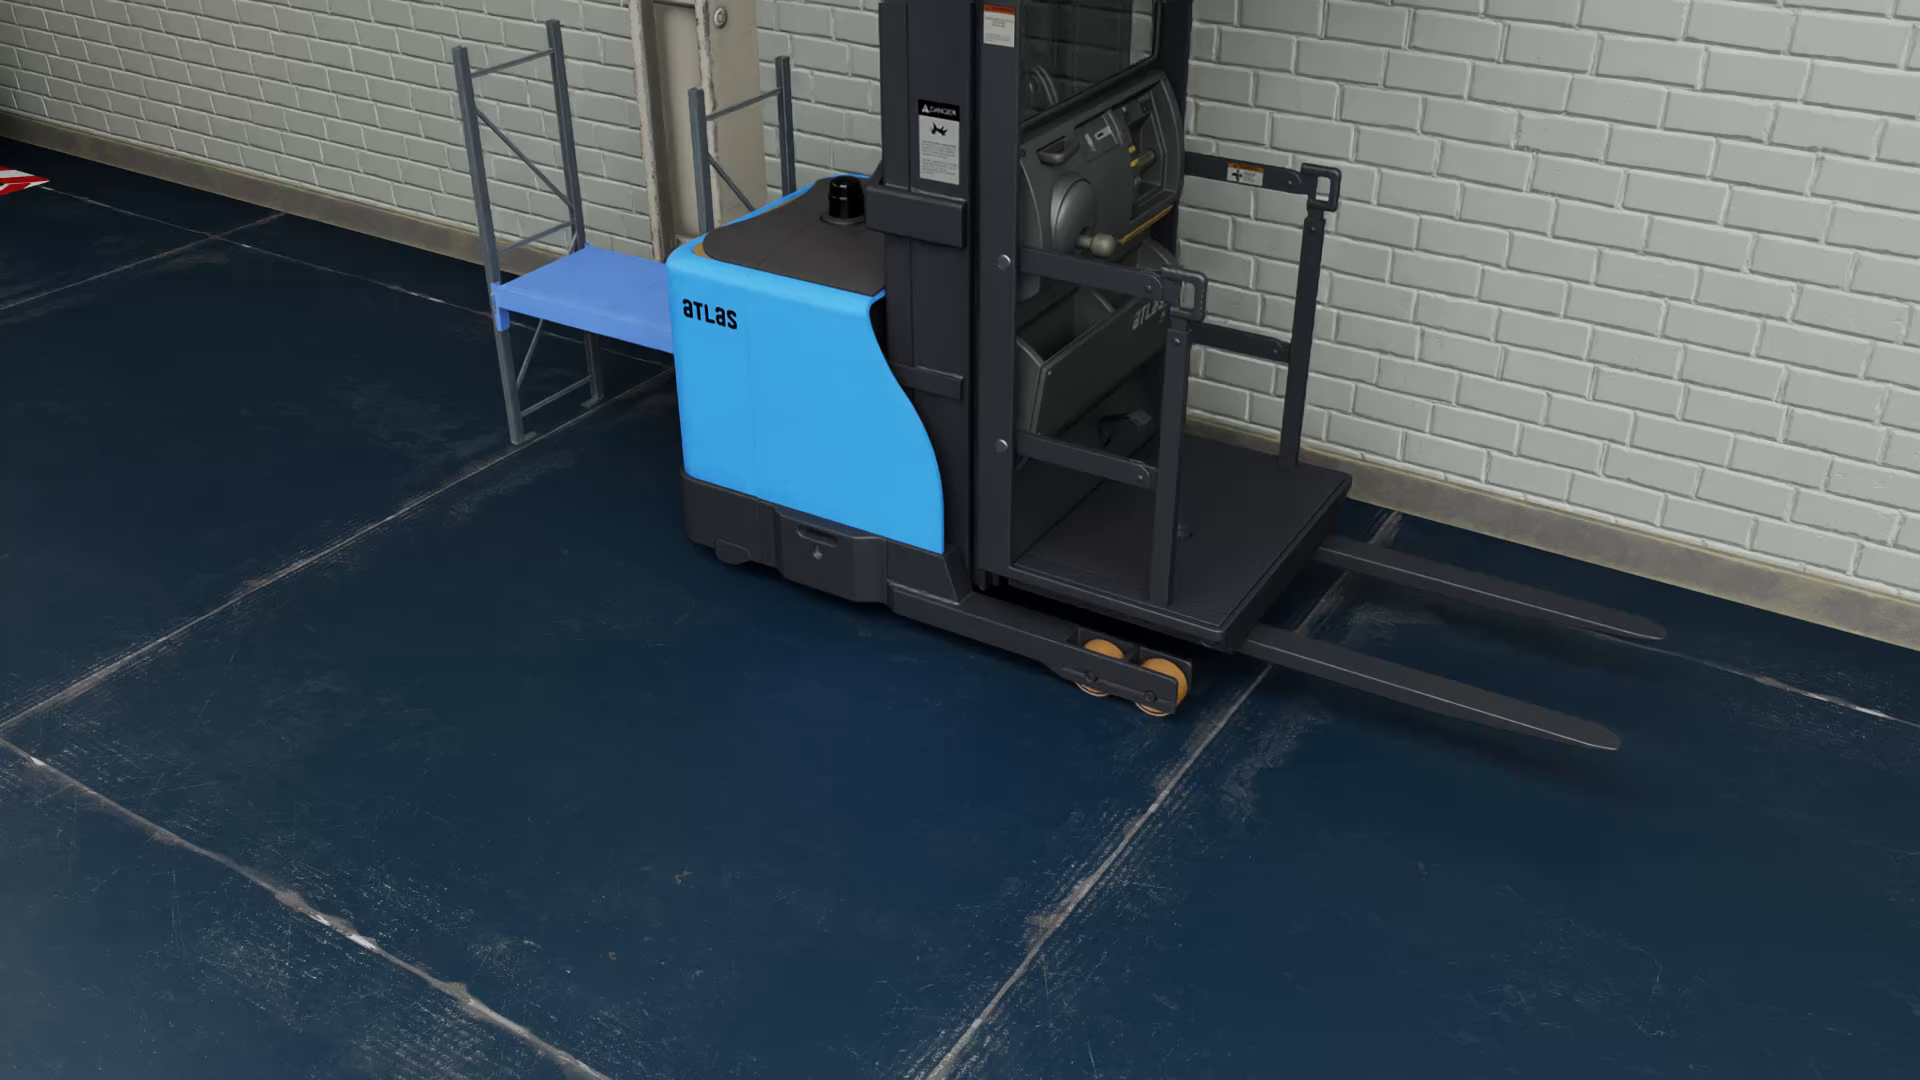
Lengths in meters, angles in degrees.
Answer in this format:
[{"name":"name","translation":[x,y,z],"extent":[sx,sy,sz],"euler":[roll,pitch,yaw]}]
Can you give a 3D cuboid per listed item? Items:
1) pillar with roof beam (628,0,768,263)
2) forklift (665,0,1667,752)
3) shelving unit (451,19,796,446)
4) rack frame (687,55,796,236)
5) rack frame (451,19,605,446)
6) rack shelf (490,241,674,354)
[{"name":"pillar with roof beam","translation":[-3.335,-2.907,1.803],"extent":[0.400,9.000,9.100],"euler":[18,35,27]},{"name":"forklift","translation":[0.595,-1.057,4.653],"extent":[3.031,2.935,1.130],"euler":[17,34,26]},{"name":"shelving unit","translation":[-1.144,-0.989,5.958],"extent":[1.048,1.500,0.538],"euler":[17,34,26]},{"name":"rack frame","translation":[-0.708,-0.858,5.732],"extent":[0.032,1.500,0.500],"euler":[17,34,26]},{"name":"rack frame","translation":[-1.581,-1.121,6.183],"extent":[0.032,1.500,0.500],"euler":[17,34,26]},{"name":"rack shelf","translation":[-1.144,-0.834,6.048],"extent":[1.000,0.185,0.538],"euler":[17,34,26]}]
